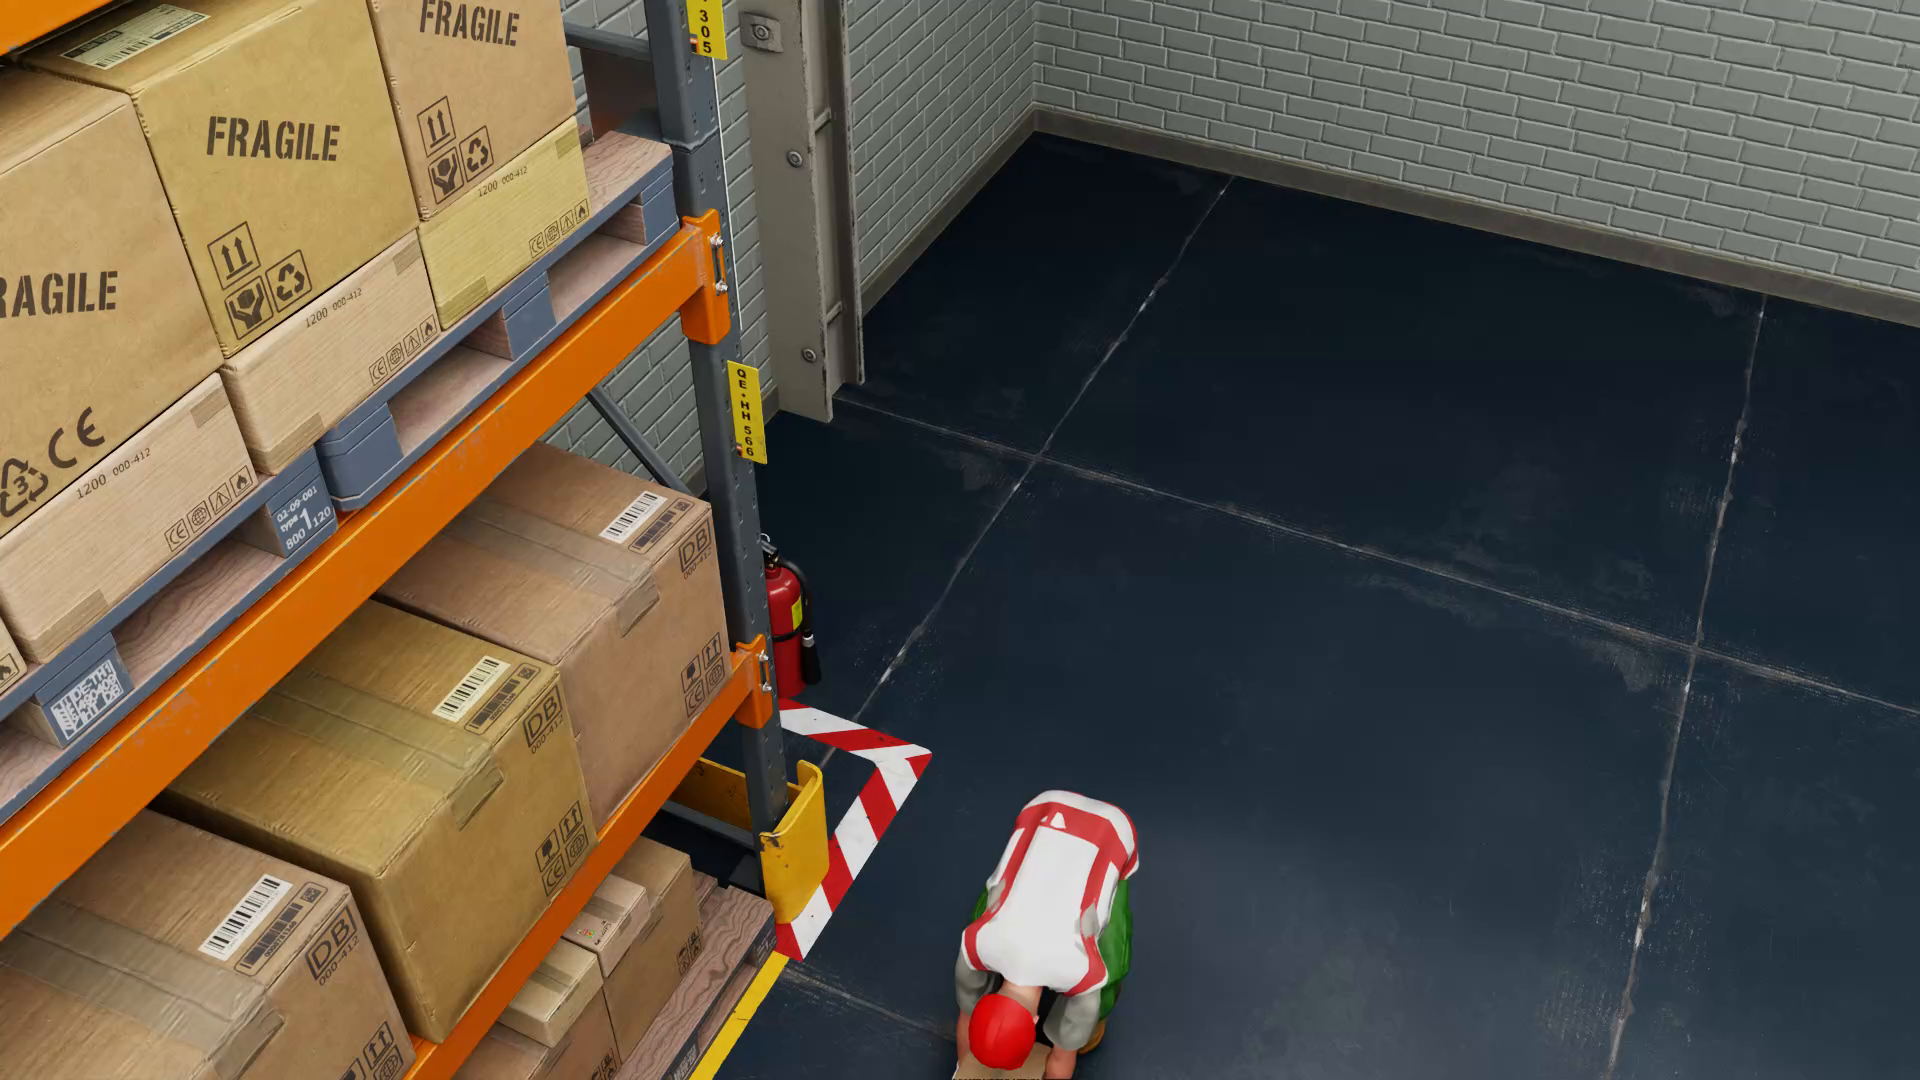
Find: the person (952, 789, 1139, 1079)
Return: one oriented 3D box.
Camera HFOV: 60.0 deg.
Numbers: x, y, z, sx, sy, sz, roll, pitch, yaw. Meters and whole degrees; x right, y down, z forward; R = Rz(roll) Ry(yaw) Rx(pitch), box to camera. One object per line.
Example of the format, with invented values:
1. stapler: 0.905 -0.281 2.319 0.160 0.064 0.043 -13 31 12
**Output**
1. person: 0.263 1.369 5.305 0.530 0.895 0.962 16 44 17
